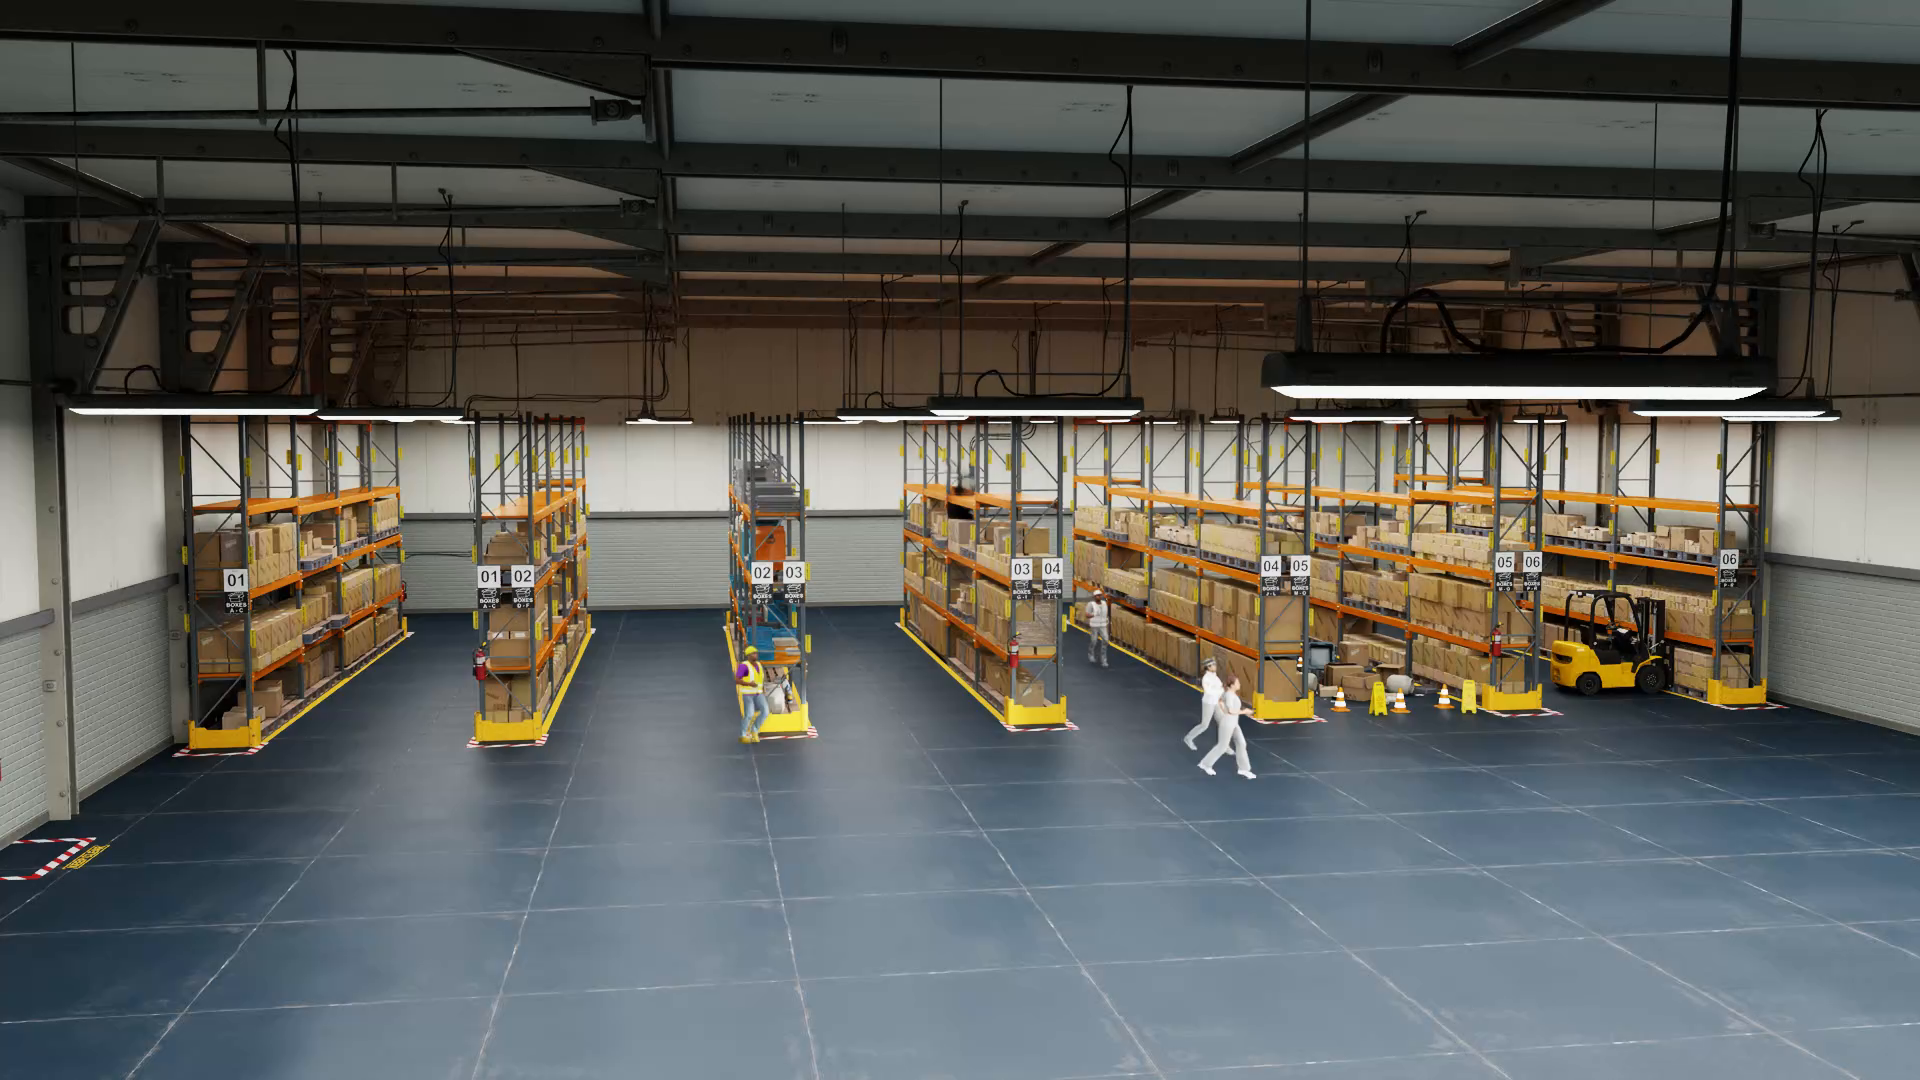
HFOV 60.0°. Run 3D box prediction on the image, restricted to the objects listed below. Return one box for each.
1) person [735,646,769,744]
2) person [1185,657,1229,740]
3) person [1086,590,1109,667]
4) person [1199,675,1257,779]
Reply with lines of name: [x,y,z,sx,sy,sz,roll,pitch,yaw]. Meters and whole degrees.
person: [-3.730,2.800,30.080,0.586,1.762,0.711,3,5,40]
person: [4.344,2.835,29.054,0.777,1.606,0.606,2,4,29]
person: [3.309,2.108,39.896,0.657,1.835,0.763,-1,4,-18]
person: [4.358,3.036,27.047,0.927,1.682,0.529,1,4,17]
